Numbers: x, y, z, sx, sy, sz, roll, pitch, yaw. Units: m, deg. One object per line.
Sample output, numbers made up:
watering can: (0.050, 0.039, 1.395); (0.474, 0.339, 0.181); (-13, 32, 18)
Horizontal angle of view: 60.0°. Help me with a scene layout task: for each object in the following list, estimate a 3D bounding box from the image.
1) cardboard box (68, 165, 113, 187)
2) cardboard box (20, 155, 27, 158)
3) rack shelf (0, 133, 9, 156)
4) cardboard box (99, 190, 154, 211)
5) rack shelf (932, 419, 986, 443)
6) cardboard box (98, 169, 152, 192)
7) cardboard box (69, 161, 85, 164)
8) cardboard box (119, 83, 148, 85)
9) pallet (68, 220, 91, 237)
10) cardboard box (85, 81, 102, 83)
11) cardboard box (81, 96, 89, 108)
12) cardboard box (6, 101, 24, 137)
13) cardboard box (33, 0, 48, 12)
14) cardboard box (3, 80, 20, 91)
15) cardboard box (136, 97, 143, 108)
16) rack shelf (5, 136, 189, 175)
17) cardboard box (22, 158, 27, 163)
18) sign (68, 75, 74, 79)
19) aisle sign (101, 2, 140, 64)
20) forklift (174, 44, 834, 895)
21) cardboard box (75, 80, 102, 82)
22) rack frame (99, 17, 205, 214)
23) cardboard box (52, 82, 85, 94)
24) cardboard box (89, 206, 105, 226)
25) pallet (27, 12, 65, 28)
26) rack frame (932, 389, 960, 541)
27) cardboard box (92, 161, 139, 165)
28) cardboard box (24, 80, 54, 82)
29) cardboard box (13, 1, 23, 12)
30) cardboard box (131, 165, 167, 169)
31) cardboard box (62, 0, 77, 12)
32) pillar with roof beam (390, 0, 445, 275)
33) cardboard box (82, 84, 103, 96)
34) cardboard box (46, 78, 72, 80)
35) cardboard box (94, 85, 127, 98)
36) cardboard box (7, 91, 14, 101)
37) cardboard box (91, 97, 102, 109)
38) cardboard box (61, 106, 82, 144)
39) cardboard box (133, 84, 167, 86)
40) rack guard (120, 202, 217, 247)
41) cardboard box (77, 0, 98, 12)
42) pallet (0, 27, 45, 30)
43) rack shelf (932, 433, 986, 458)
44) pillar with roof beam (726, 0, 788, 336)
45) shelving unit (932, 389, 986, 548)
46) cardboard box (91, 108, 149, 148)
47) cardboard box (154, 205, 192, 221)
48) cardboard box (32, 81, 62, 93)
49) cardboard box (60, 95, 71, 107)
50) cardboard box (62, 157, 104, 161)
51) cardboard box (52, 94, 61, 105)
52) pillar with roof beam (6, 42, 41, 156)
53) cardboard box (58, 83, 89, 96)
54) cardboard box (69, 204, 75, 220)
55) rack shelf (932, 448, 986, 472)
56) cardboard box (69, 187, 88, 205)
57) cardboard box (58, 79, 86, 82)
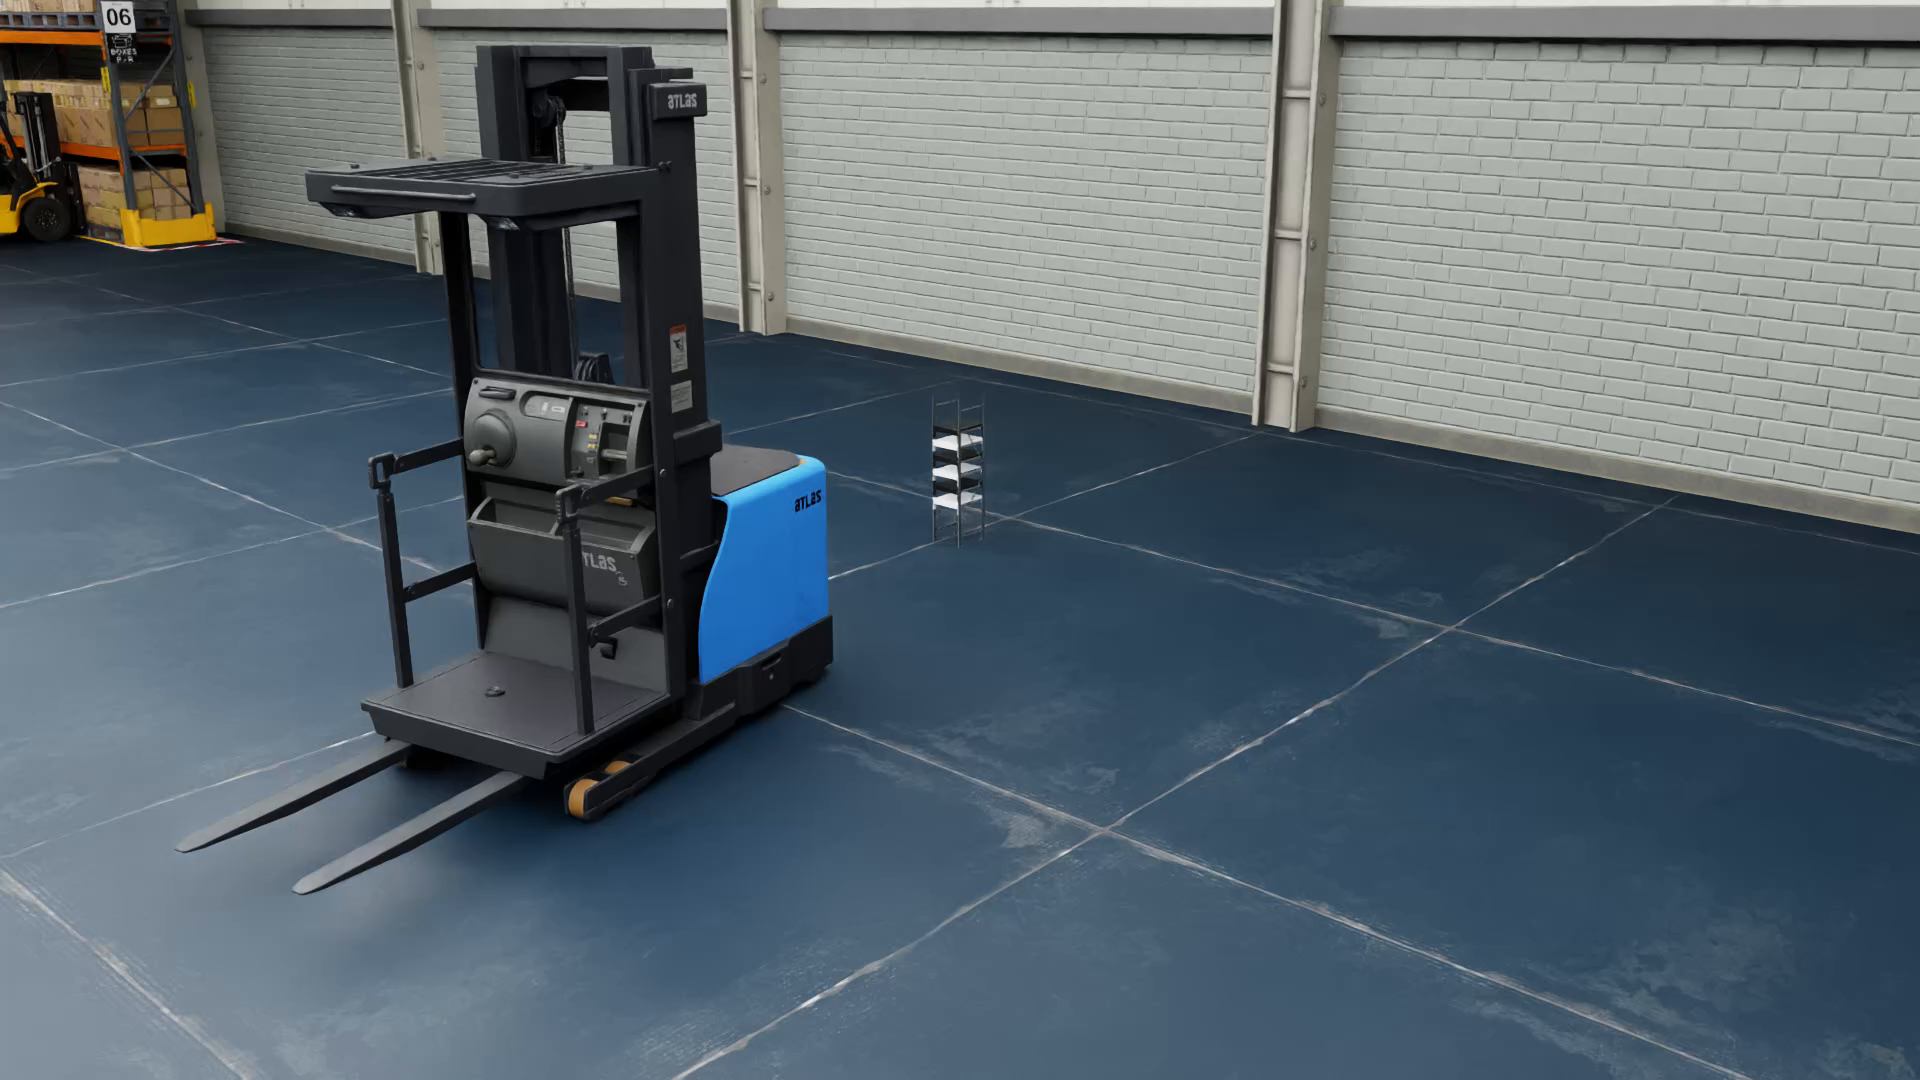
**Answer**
cardboard box: (-12.346, -5.182, 23.681); (0.500, 0.250, 0.500); (15, 23, 40)
cardboard box: (-15.553, -5.876, 26.899); (0.625, 0.625, 0.875); (14, 22, 37)
rack shelf: (-15.512, -6.456, 26.685); (4.000, 0.370, 1.077); (15, 23, 39)
cardboard box: (-11.596, -4.749, 23.142); (0.500, 0.250, 0.500); (15, 23, 39)
rack shelf: (-0.006, -0.656, 9.909); (0.200, 0.077, 0.258); (15, 23, 39)
cardboard box: (-11.576, -4.982, 23.050); (0.500, 0.250, 0.500); (16, 24, 41)
cardboard box: (-13.107, -5.393, 24.345); (0.500, 0.250, 0.500); (16, 24, 41)
cardboard box: (-11.689, -6.372, 23.500); (0.250, 0.149, 0.380); (15, 23, 40)
pallet: (-12.533, -4.654, 24.428); (1.213, 0.211, 1.003); (15, 23, 39)
cardboard box: (-12.472, -6.578, 24.150); (0.250, 0.149, 0.380); (16, 24, 41)
cardboard box: (-12.012, -6.120, 23.199); (0.250, 0.149, 0.380); (15, 23, 39)
cardboard box: (-13.858, -6.297, 24.829); (0.500, 0.500, 0.500); (14, 22, 38)
cardboard box: (-12.629, -7.709, 23.455); (0.637, 0.503, 0.797); (16, 24, 41)
cardboard box: (-13.975, -6.765, 24.739); (0.250, 0.149, 0.380); (16, 23, 40)
cardboard box: (-11.333, -6.113, 23.177); (0.250, 0.149, 0.380); (15, 23, 39)
rack shelf: (-12.520, -5.653, 24.154); (4.000, 0.370, 1.077); (15, 23, 39)
cardboard box: (-13.863, -5.595, 24.982); (0.500, 0.250, 0.500); (15, 23, 38)
sign: (-13.649, -6.974, 25.564); (0.005, 0.325, 0.100); (15, 23, 39)
aisle sign: (-11.170, -6.754, 22.136); (0.004, 0.787, 0.394); (15, 23, 39)
forklift: (-1.771, -0.438, 6.647); (1.130, 2.935, 3.031); (10, 20, 28)
cardboard box: (-12.800, -6.698, 24.527); (0.250, 0.149, 0.380); (15, 23, 38)
rack frame: (-11.024, -5.594, 22.780); (0.127, 3.000, 1.000); (15, 23, 39)
cardboard box: (-12.760, -6.478, 23.836); (0.250, 0.149, 0.380); (15, 23, 39)
cardboard box: (-11.951, -4.609, 23.526); (0.500, 0.250, 0.500); (15, 23, 39)
pallet: (-12.453, -7.374, 23.577); (1.213, 0.211, 1.003); (15, 23, 39)
rack frame: (-0.082, -0.451, 10.045); (0.006, 0.900, 0.240); (15, 23, 39)
cardboard box: (-12.380, -5.406, 24.387); (0.500, 0.250, 0.500); (14, 23, 38)
cardboard box: (-13.523, -6.684, 24.483); (0.250, 0.149, 0.380); (14, 23, 38)
cardboard box: (-13.307, -7.642, 23.829); (0.250, 0.149, 0.380); (16, 24, 41)
cardboard box: (-11.634, -5.199, 23.734); (0.500, 0.250, 0.500); (15, 23, 39)
cardboard box: (-12.035, -7.356, 22.736); (0.258, 0.266, 0.396); (15, 23, 39)
pillar with roof beam: (-9.317, -6.619, 16.090); (0.400, 9.000, 9.100); (15, 23, 39)
cardboard box: (-11.988, -6.273, 23.189); (0.250, 0.149, 0.380); (15, 23, 40)
cardboard box: (-13.577, -6.900, 25.166); (0.250, 0.149, 0.380); (15, 23, 39)
cardboard box: (-11.637, -6.159, 22.832); (0.250, 0.149, 0.380); (15, 23, 39)
cardboard box: (-13.952, -6.631, 24.808); (0.250, 0.149, 0.380); (15, 23, 38)
cardboard box: (-11.681, -6.002, 22.827); (0.250, 0.149, 0.380); (16, 23, 40)
cardboard box: (-12.332, -5.890, 23.548); (0.500, 0.500, 0.500); (14, 23, 38)
cardboard box: (-11.291, -6.276, 23.199); (0.250, 0.149, 0.380); (16, 24, 41)
rack guard: (-11.006, -4.398, 23.143); (0.348, 0.500, 1.175); (15, 23, 39)
cardboard box: (-11.517, -7.353, 22.339); (0.500, 0.500, 0.500); (16, 24, 41)
pallet: (-14.685, -7.910, 25.435); (1.217, 0.209, 0.805); (14, 22, 37)
rack shelf: (-0.006, -0.570, 9.936); (0.200, 0.077, 0.258); (15, 23, 39)
pillar with roof beam: (-4.829, -5.414, 12.294); (0.400, 9.000, 9.100); (15, 23, 39)
shelving unit: (-0.006, -0.431, 9.981); (0.210, 0.900, 0.258); (15, 23, 39)
cardboard box: (-11.567, -5.681, 22.889); (0.500, 0.500, 0.500); (14, 23, 38)
cardboard box: (-11.262, -4.627, 23.582); (0.500, 0.250, 0.500); (15, 23, 39)
cardboard box: (-13.186, -6.563, 24.102); (0.250, 0.149, 0.380); (15, 23, 38)
cardboard box: (-12.445, -6.209, 23.480); (0.250, 0.149, 0.380); (15, 23, 40)
cardboard box: (-13.131, -5.610, 25.028); (0.500, 0.250, 0.500); (15, 23, 38)
cardboard box: (-12.809, -6.316, 23.816); (0.250, 0.149, 0.380); (14, 23, 38)
pillar with roof beam: (-18.292, -9.028, 23.682); (0.400, 9.000, 9.100); (15, 23, 39)
cardboard box: (-12.453, -6.351, 23.434); (0.250, 0.149, 0.380); (16, 23, 40)
cardboard box: (-12.723, -4.810, 24.161); (0.500, 0.250, 0.500); (16, 24, 41)
rack shelf: (-0.006, -0.485, 9.964); (0.200, 0.077, 0.258); (15, 23, 39)
cardboard box: (-12.364, -4.951, 23.778); (0.500, 0.250, 0.500); (14, 23, 38)
cardboard box: (-13.210, -6.790, 24.819); (0.250, 0.149, 0.380); (15, 23, 39)
